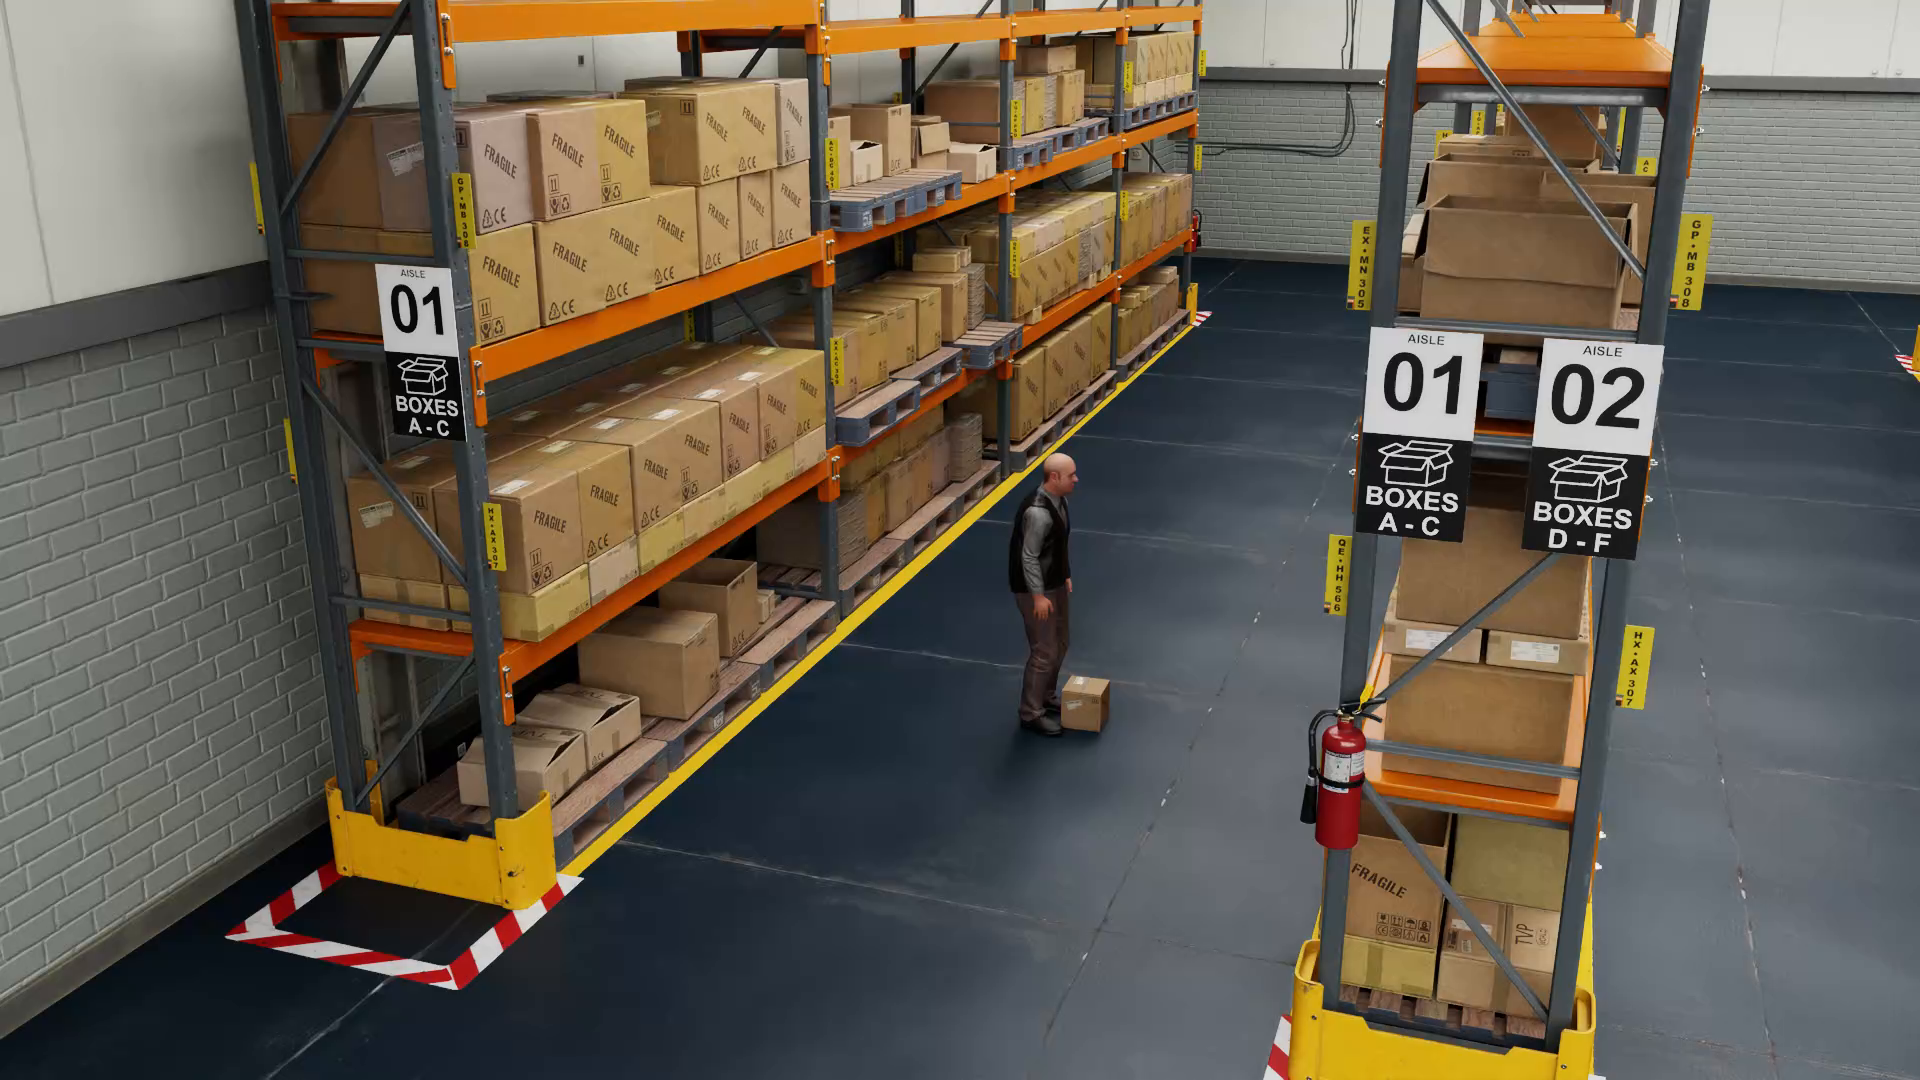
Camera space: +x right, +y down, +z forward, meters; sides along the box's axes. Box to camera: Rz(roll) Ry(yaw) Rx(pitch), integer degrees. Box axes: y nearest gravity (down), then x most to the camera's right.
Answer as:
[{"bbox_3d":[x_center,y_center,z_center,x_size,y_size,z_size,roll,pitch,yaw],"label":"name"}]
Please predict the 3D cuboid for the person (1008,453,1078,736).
[{"bbox_3d":[0.513,0.346,10.226,0.419,1.619,0.581,6,20,19],"label":"person"}]
